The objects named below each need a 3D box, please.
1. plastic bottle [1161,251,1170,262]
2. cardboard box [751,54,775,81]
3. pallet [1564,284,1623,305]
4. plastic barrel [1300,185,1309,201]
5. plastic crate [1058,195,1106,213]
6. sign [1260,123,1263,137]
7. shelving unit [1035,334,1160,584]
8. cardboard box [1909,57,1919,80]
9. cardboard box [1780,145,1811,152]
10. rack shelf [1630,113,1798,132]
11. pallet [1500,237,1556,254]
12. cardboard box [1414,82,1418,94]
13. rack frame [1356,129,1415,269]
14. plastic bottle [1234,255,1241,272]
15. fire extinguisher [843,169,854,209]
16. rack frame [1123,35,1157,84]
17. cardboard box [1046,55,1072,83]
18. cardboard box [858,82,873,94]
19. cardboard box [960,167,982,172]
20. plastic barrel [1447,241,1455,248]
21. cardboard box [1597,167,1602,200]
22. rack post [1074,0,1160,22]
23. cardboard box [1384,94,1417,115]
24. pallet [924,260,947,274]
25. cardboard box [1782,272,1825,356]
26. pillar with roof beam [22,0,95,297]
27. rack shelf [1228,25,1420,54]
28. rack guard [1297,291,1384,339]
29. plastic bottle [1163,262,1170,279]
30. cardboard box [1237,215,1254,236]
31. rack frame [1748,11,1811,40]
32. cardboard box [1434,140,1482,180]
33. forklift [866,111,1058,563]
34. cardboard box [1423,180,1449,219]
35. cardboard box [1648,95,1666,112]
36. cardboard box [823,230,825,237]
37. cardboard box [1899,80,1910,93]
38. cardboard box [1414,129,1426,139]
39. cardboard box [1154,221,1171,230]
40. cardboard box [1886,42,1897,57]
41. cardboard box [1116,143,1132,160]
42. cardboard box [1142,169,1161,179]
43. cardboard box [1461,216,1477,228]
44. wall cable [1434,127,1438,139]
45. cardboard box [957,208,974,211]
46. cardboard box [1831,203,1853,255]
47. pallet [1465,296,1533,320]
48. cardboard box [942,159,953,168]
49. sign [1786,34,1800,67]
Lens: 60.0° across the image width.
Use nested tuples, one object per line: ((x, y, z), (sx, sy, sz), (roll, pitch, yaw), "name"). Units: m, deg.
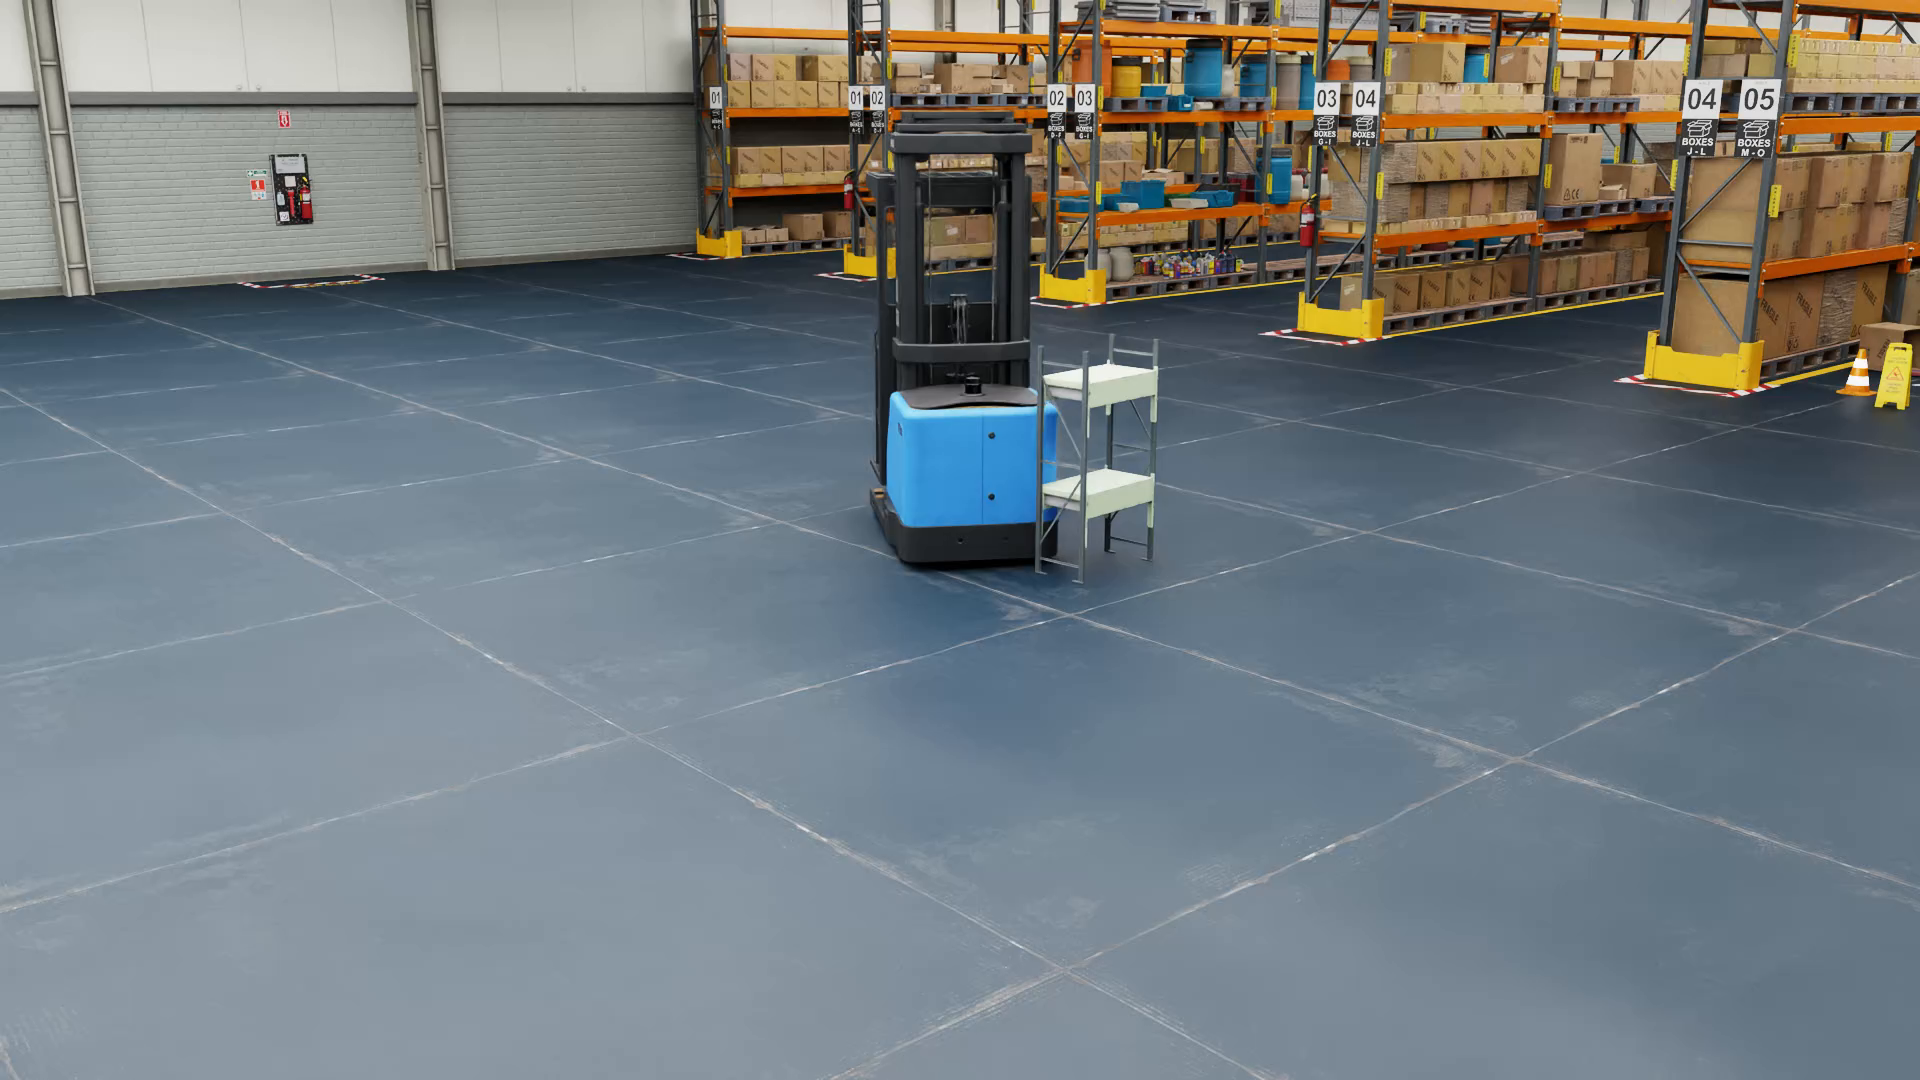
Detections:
((3.375, -4.584, 27.378), (0.185, 0.351, 0.144), (-13, 20, -40), "plastic bottle")
((-3.940, -9.145, 32.192), (0.500, 0.500, 0.500), (-13, 20, -40), "cardboard box")
((9.478, -3.839, 25.714), (1.213, 0.211, 1.003), (-13, 19, -39), "pallet")
((5.819, -5.938, 28.437), (0.301, 0.262, 0.301), (0, 15, 0), "plastic barrel")
((1.883, -5.204, 25.709), (0.616, 0.251, 0.499), (-13, 19, -39), "plastic crate")
((7.614, -10.338, 41.938), (0.005, 0.325, 0.100), (-13, 19, -39), "sign")
((0.898, -0.546, 10.888), (0.431, 1.500, 0.755), (14, 20, 41), "shelving unit")
((10.948, -5.502, 19.430), (0.500, 0.250, 0.500), (-13, 20, -40), "cardboard box")
((14.535, -6.667, 29.157), (0.500, 0.500, 0.500), (-13, 19, -39), "cardboard box")
((12.497, -6.965, 27.592), (4.000, 0.370, 1.077), (-13, 19, -39), "rack shelf")
((11.284, -5.951, 33.619), (1.213, 0.211, 1.003), (-13, 19, -39), "pallet")
((5.681, -5.832, 21.475), (0.250, 0.149, 0.380), (-13, 20, -40), "cardboard box")
((7.737, -6.488, 30.228), (0.127, 3.000, 1.000), (-13, 19, -39), "rack frame")
((4.573, -4.565, 27.439), (0.133, 0.283, 0.061), (-11, 19, -37), "plastic bottle")
((-1.941, -6.131, 29.041), (0.183, 0.674, 0.296), (-13, 19, -39), "fire extinguisher")
((4.251, -11.993, 39.211), (0.127, 3.000, 1.000), (-13, 19, -39), "rack frame")
((1.962, -8.814, 31.147), (0.500, 0.500, 0.500), (-12, 19, -39), "cardboard box")
((-2.005, -9.112, 34.007), (0.500, 0.500, 0.500), (-12, 19, -38), "cardboard box")
((-0.020, -6.486, 30.025), (0.500, 0.500, 0.700), (-12, 19, -38), "cardboard box")
((9.314, -5.880, 31.957), (0.421, 0.512, 0.421), (0, 15, 0), "plastic barrel")
((9.218, -5.411, 25.181), (0.637, 0.503, 0.797), (-10, 18, -34), "cardboard box")
((2.356, -7.893, 24.831), (0.954, 0.300, 0.937), (-10, 18, -33), "rack post")
((5.486, -5.577, 21.294), (0.500, 0.250, 0.500), (-12, 19, -38), "cardboard box")
((-0.997, -4.889, 29.642), (1.213, 0.211, 1.003), (-13, 19, -39), "pallet")
((9.263, -2.640, 19.123), (0.875, 0.875, 0.875), (-13, 20, -40), "cardboard box")
((-11.068, -7.376, 21.927), (0.400, 9.000, 9.100), (-13, 19, -39), "pillar with roof beam")
((6.228, -8.507, 28.330), (4.000, 0.370, 1.077), (-13, 19, -39), "rack shelf")
((5.011, -2.974, 21.915), (0.348, 0.500, 1.175), (-13, 19, -39), "rack guard")
((3.274, -4.274, 26.372), (0.097, 0.271, 0.097), (0, 15, 0), "plastic bottle")
((5.792, -6.653, 34.837), (0.500, 0.500, 0.500), (-13, 20, -40), "cardboard box")
((14.006, -9.100, 28.381), (0.127, 3.000, 1.000), (-13, 19, -39), "rack frame")
((6.678, -5.138, 22.466), (0.500, 0.500, 0.500), (-13, 19, -39), "cardboard box")
((-0.082, -1.600, 12.061), (1.130, 2.935, 3.031), (-2, 15, -8), "forklift")
((6.090, -4.633, 22.512), (0.500, 0.500, 0.875), (-13, 19, -39), "cardboard box")
((10.425, -6.686, 25.446), (0.500, 0.250, 0.500), (-13, 20, -40), "cardboard box")
((-3.004, -6.308, 34.223), (0.380, 0.149, 0.250), (14, 20, 42), "cardboard box")
((10.702, -5.232, 19.192), (0.250, 0.149, 0.380), (-12, 19, -39), "cardboard box")
((10.368, -9.211, 38.290), (0.500, 0.500, 0.500), (-13, 20, -40), "cardboard box")
((3.867, -6.373, 33.223), (0.500, 0.311, 0.500), (-13, 20, -40), "cardboard box")
((10.320, -5.532, 18.770), (0.250, 0.149, 0.380), (-13, 19, -39), "cardboard box")
((3.690, -9.081, 39.124), (0.500, 0.500, 0.500), (-12, 19, -39), "cardboard box")
((3.686, -7.296, 33.426), (0.500, 0.311, 0.500), (-13, 20, -40), "cardboard box")
((6.860, -4.380, 22.823), (0.250, 0.149, 0.380), (-13, 19, -39), "cardboard box")
((11.770, -12.059, 45.475), (0.112, 2.526, 3.097), (-13, 19, -39), "wall cable")
((-0.096, -7.135, 36.642), (0.500, 0.500, 0.700), (-13, 20, -40), "cardboard box")
((9.661, -3.596, 19.109), (0.500, 0.550, 0.875), (-13, 19, -39), "cardboard box")
((7.487, -3.379, 23.990), (1.213, 0.211, 1.003), (-13, 19, -39), "pallet")
((-0.332, -6.659, 29.418), (0.250, 0.149, 0.380), (-14, 20, -41), "cardboard box")
((8.493, -4.987, 16.947), (0.005, 0.325, 0.100), (-13, 19, -39), "sign")
